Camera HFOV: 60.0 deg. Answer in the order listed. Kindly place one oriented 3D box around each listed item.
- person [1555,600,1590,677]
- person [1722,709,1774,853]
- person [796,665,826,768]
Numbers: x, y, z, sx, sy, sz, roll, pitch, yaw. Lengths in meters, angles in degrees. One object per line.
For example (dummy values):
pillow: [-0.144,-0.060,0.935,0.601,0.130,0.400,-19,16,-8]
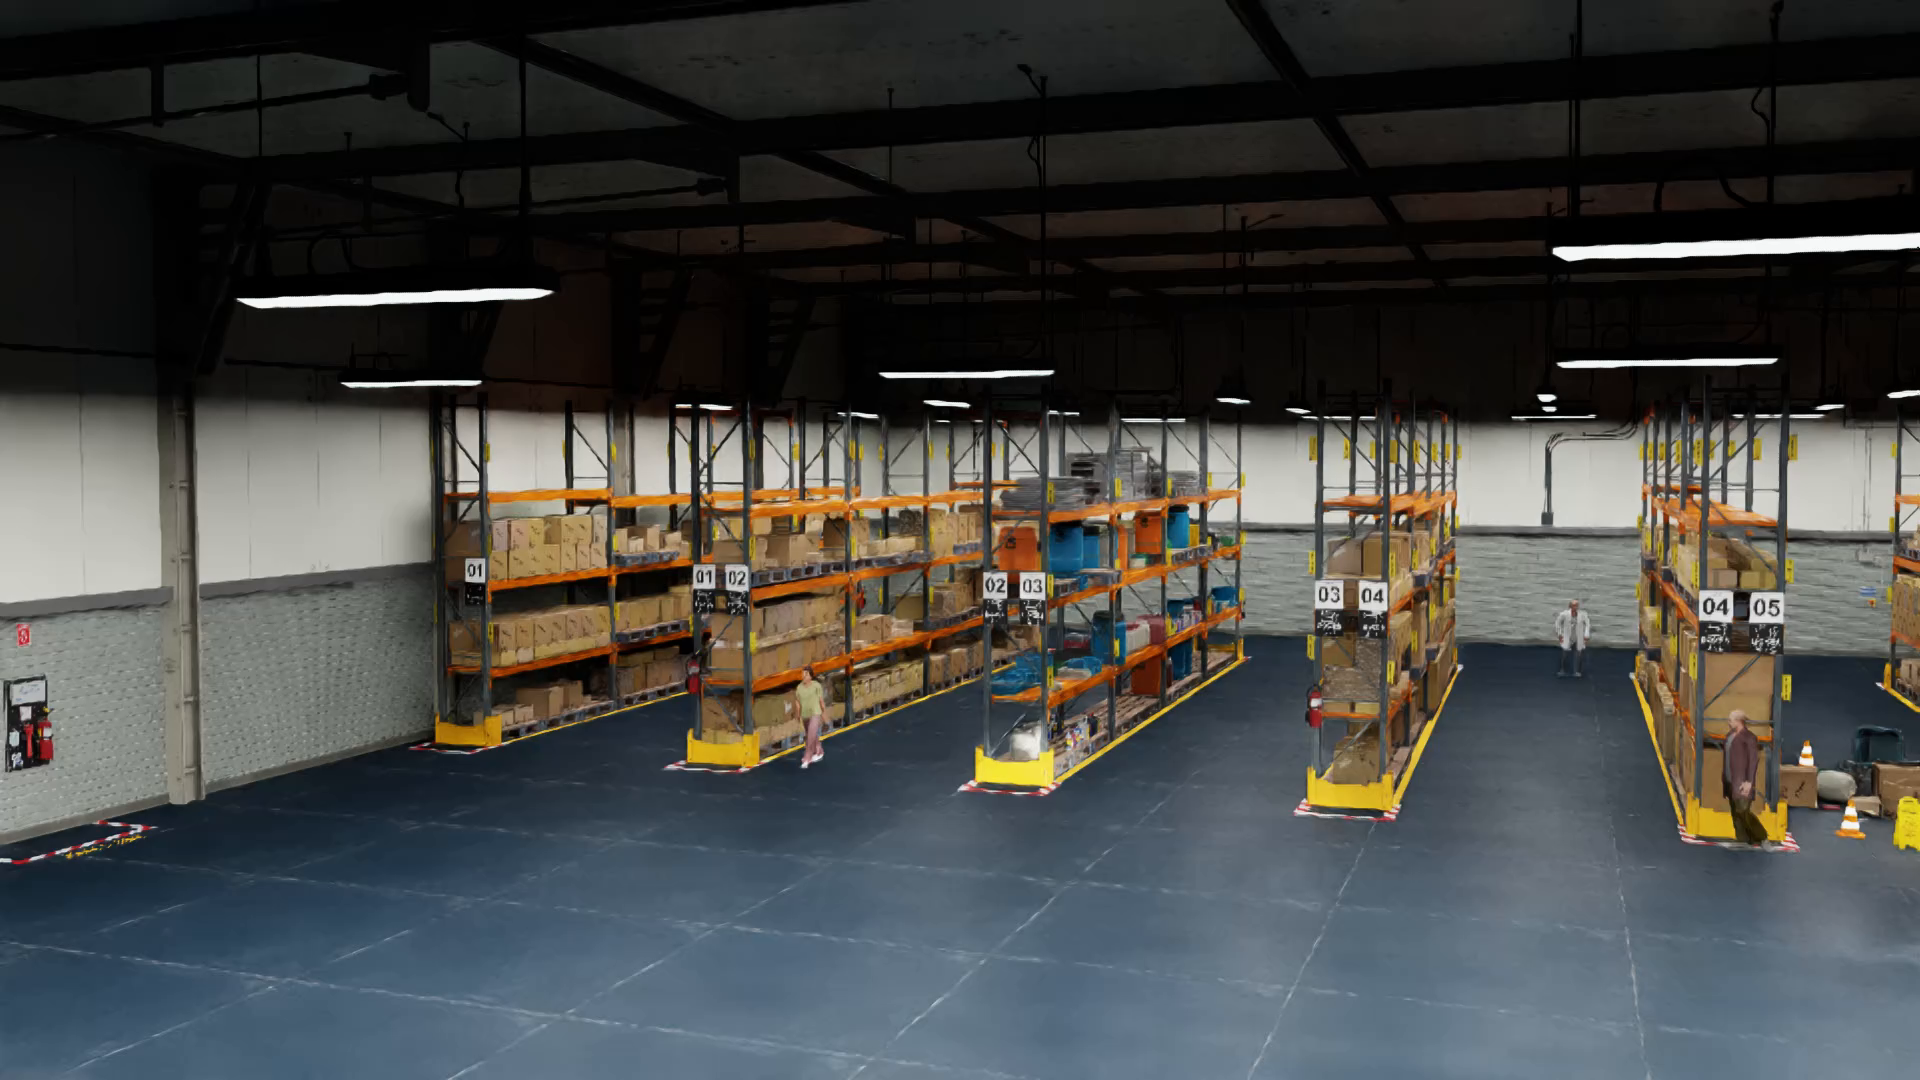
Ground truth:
person: [13.586,2.178,36.886,0.729,1.733,0.546,1,3,18]
person: [9.782,3.000,20.707,0.526,1.770,0.753,-1,3,-10]
person: [-2.416,2.777,26.435,0.448,1.588,1.095,1,3,22]
